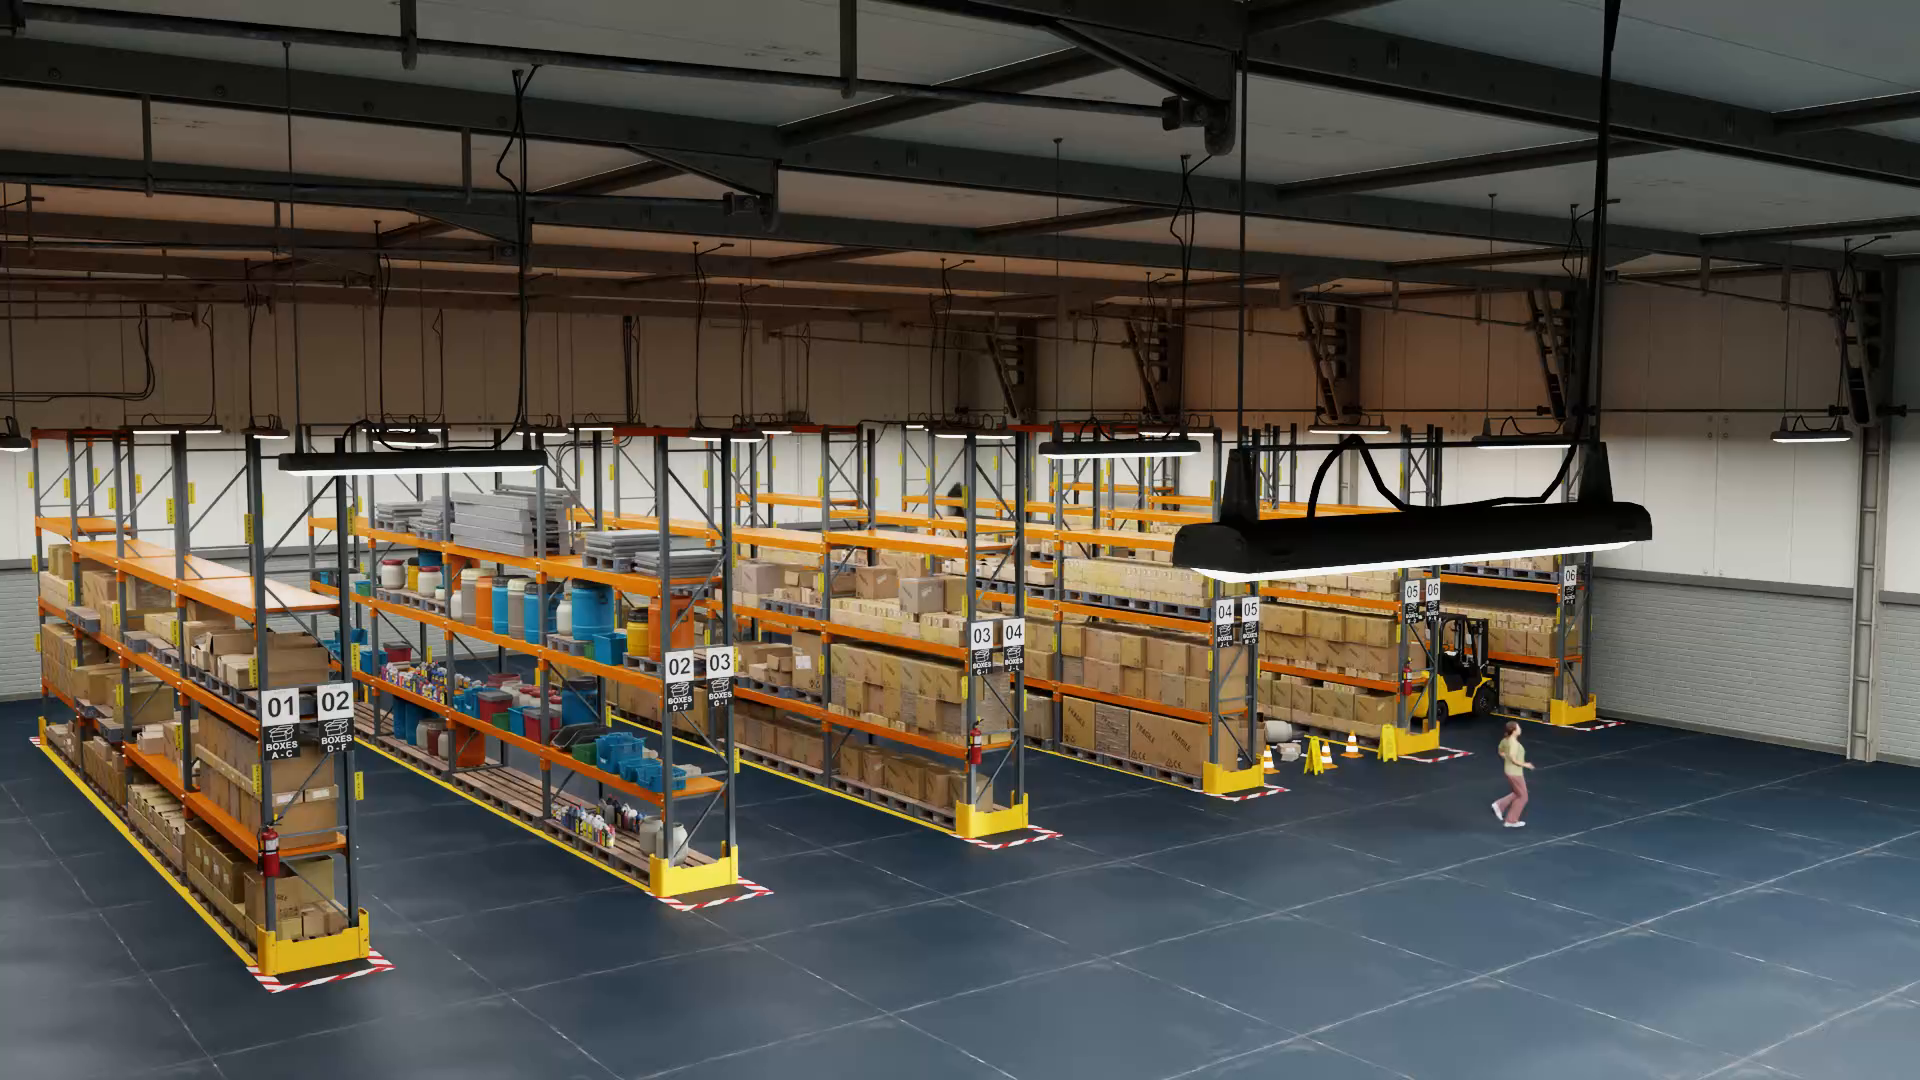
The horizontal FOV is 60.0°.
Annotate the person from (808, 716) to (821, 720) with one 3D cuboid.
[{"bbox_3d":[-3.112,2.801,34.101,0.683,1.747,0.659,-4,6,-39],"label":"person"}]

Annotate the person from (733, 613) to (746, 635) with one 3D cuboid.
[{"bbox_3d":[-5.516,2.267,41.410,0.546,1.597,0.886,4,6,44],"label":"person"}]

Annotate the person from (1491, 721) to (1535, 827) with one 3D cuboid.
[{"bbox_3d":[8.374,3.540,25.188,0.563,1.619,0.574,0,4,2],"label":"person"}]
